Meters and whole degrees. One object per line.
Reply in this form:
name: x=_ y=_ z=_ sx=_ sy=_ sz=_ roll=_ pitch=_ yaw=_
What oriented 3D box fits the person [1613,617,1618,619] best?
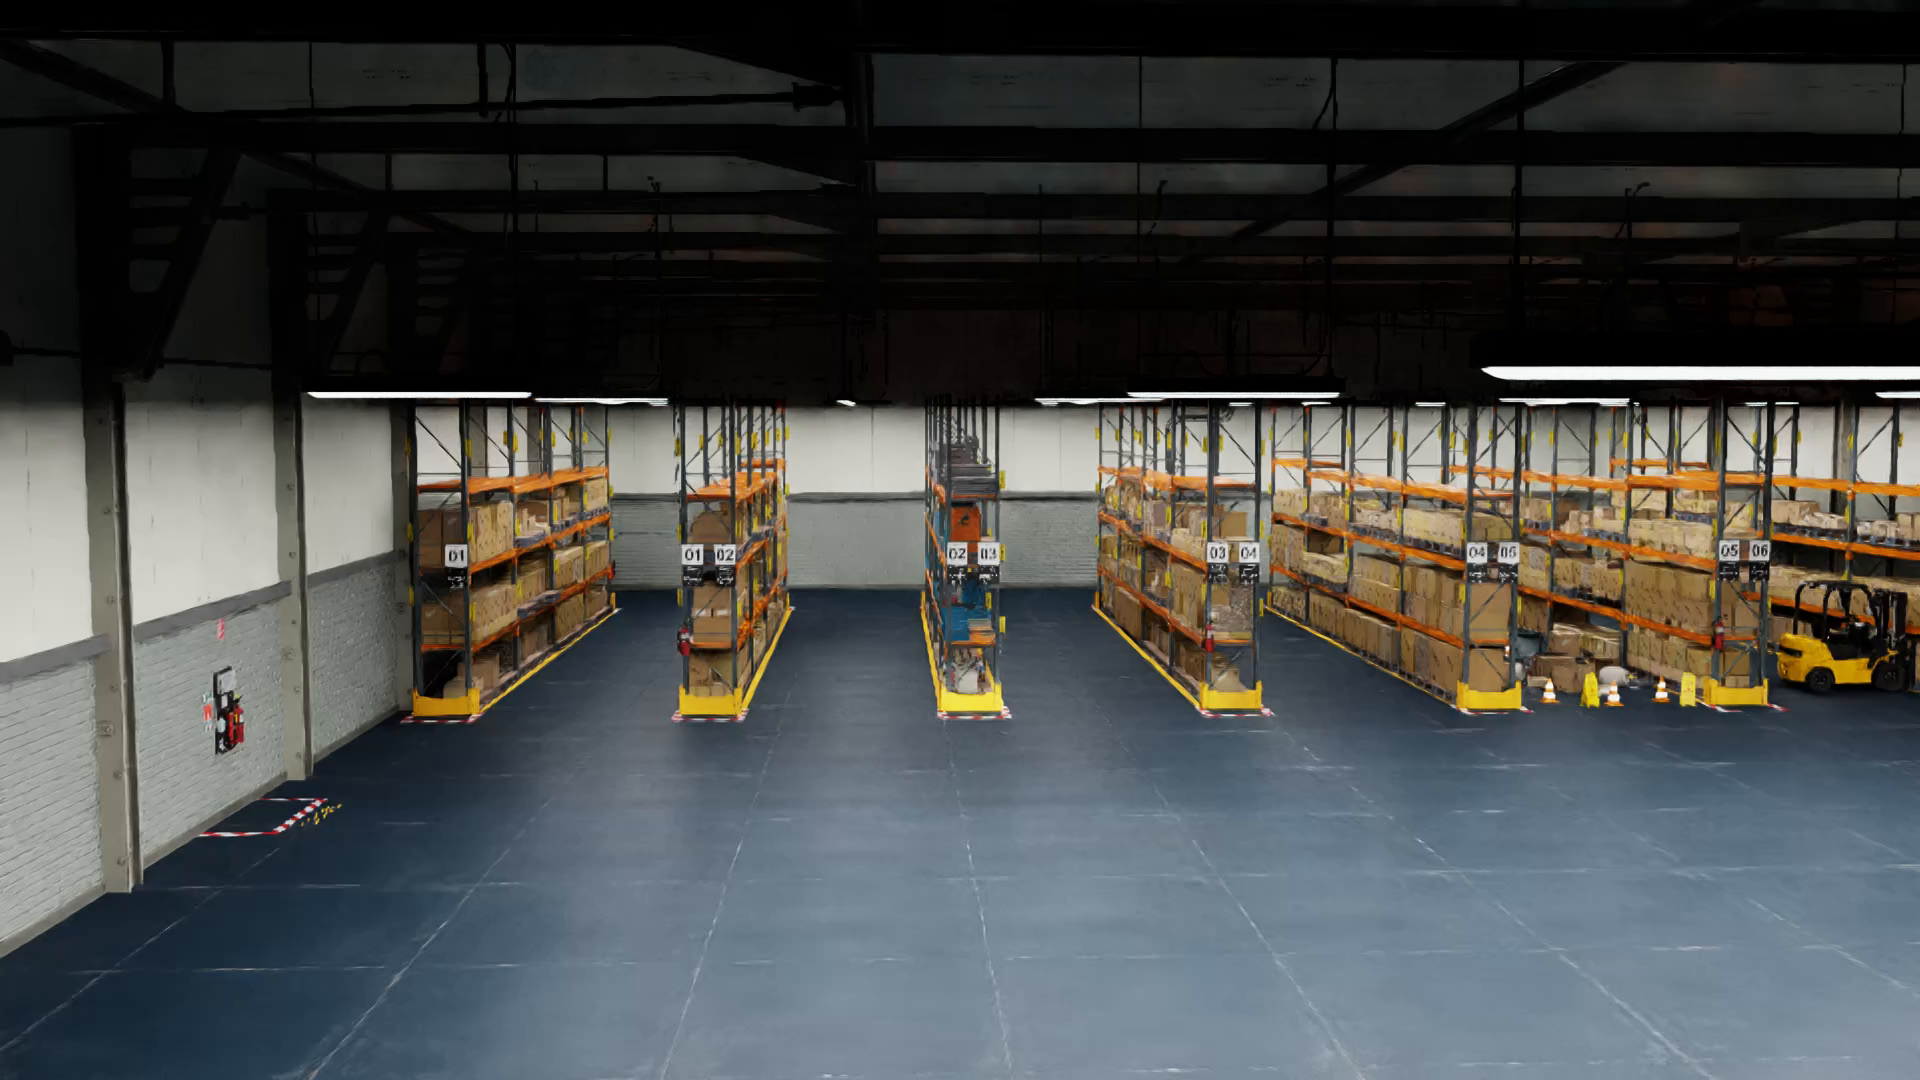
person: x=17.917 y=1.345 z=44.800 sx=0.553 sy=1.649 sz=0.601 roll=1 pitch=5 yaw=12

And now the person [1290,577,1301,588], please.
person: x=9.953 y=1.035 z=48.925 sx=0.548 sy=1.665 sz=0.573 roll=-2 pitch=5 yaw=-28

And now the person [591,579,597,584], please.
person: x=-10.792 y=0.997 z=48.576 sx=0.480 sy=1.778 sz=0.616 roll=2 pitch=5 yaw=24
